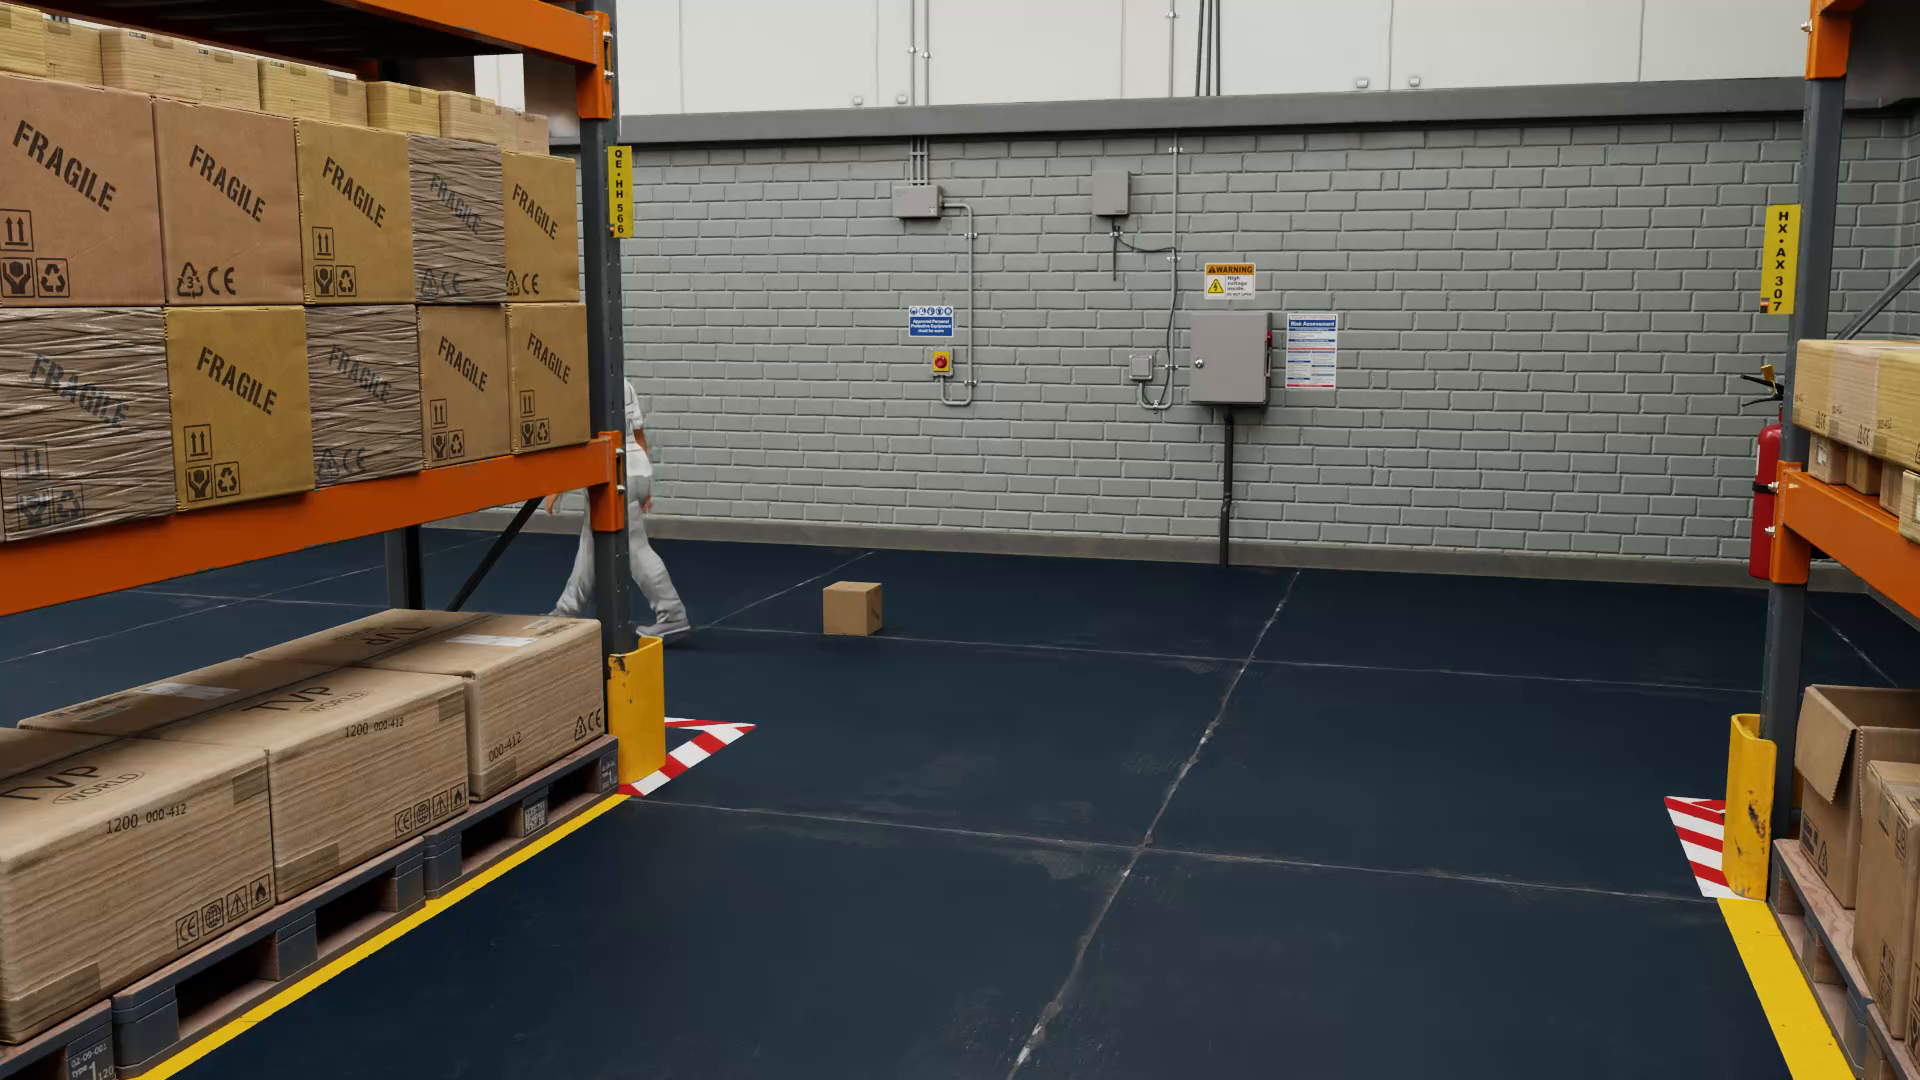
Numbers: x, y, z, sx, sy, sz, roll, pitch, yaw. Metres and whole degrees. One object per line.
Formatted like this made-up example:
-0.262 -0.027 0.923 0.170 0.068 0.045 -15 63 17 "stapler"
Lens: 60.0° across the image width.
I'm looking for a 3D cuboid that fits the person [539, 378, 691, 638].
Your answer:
-1.886 -0.290 8.754 1.012 1.607 0.498 2 9 15 "person"
